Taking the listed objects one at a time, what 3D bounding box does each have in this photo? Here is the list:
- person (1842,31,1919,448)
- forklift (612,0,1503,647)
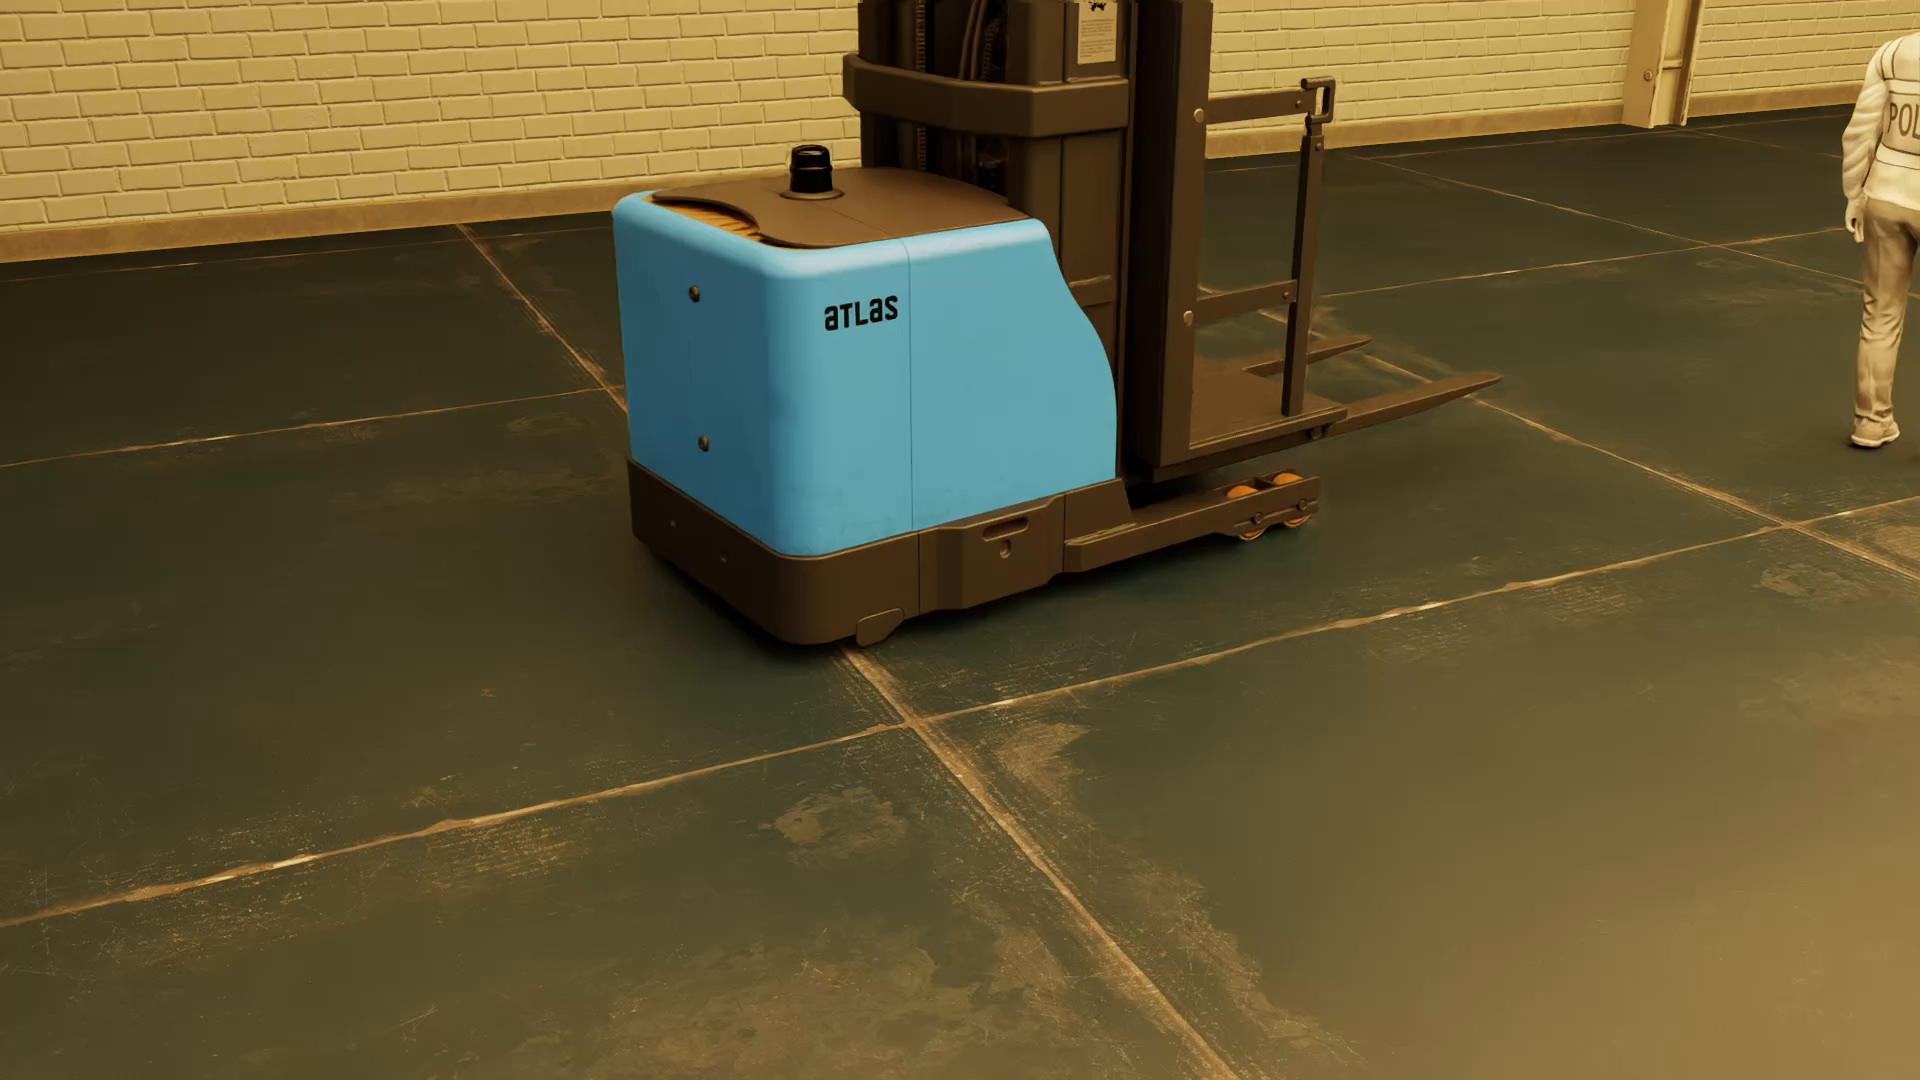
[{"bbox_3d":[3.273,-1.125,5.596,0.521,1.700,0.576,-16,27,-33],"label":"person"},{"bbox_3d":[0.513,-1.501,4.900,3.031,2.935,1.130,-15,27,-32],"label":"forklift"}]
